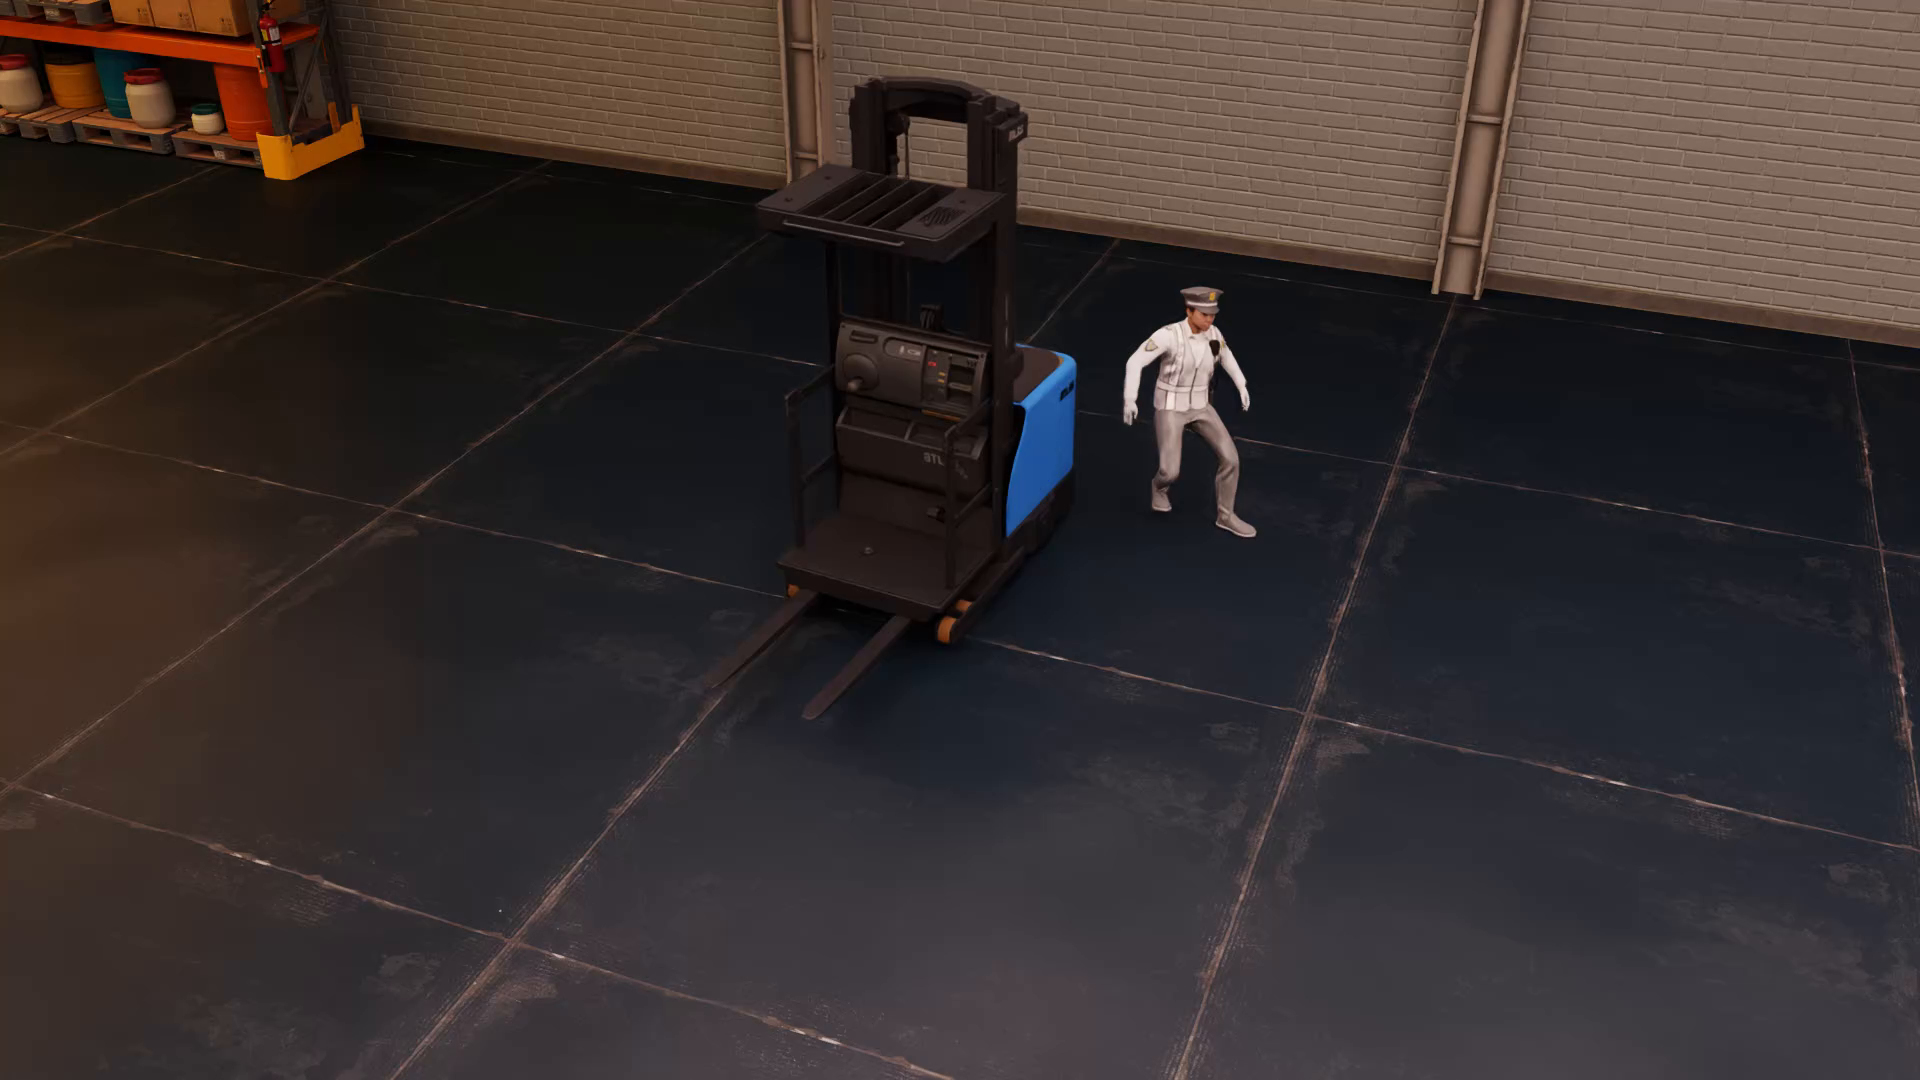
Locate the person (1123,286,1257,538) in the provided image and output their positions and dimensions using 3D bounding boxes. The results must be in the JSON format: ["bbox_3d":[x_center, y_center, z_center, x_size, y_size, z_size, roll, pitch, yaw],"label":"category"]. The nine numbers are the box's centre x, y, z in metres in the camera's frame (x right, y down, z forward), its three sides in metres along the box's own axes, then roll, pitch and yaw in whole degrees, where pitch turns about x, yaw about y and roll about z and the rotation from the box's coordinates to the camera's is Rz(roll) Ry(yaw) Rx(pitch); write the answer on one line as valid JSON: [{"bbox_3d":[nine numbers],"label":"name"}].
[{"bbox_3d":[1.430,-0.780,10.255,0.900,1.581,0.638,-10,32,-16],"label":"person"}]

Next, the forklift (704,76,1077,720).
[{"bbox_3d":[-0.375,-0.915,9.181,1.130,2.935,3.031,15,34,23],"label":"forklift"}]
